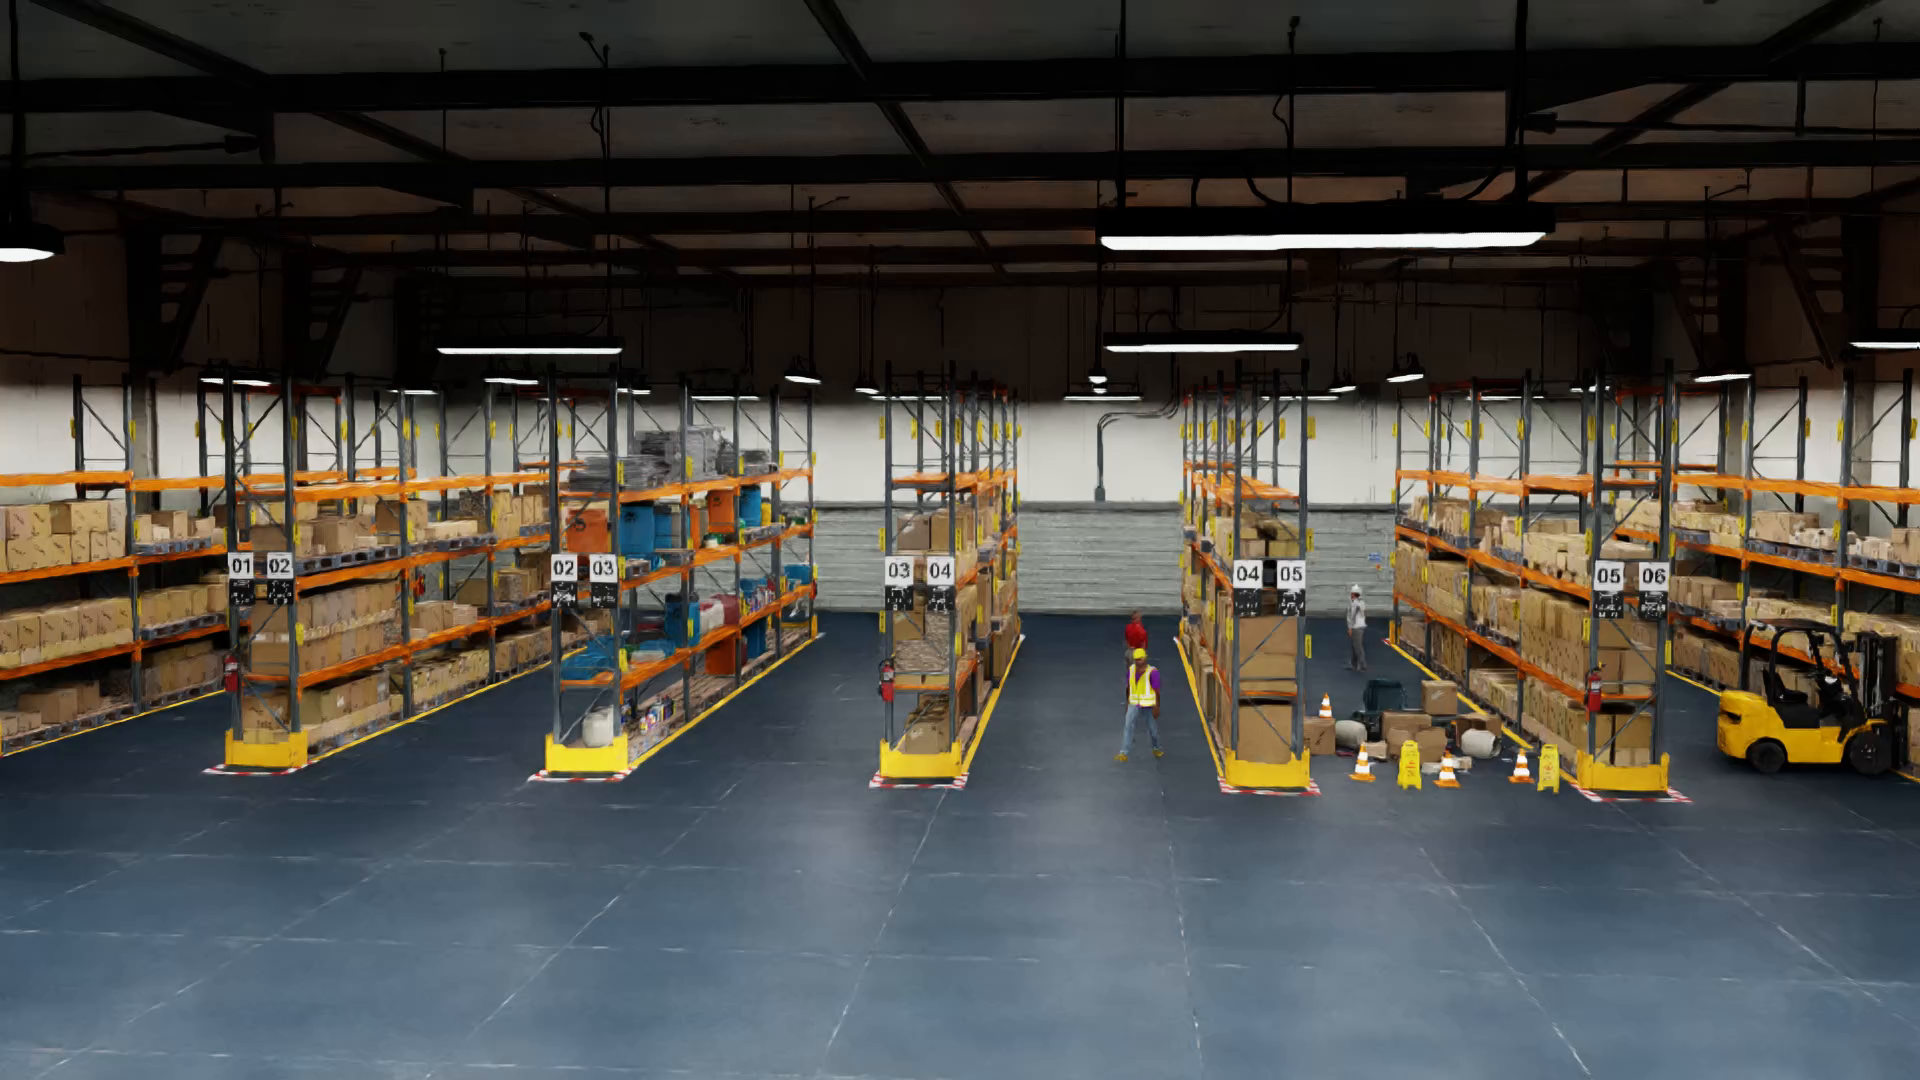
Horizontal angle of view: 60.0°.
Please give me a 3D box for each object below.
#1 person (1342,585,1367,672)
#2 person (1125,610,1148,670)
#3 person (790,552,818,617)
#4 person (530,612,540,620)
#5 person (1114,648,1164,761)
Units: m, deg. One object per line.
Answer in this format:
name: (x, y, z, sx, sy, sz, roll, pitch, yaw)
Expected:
person: (8.226, 1.824, 34.658, 0.586, 1.768, 0.638, 2, 4, 27)
person: (3.249, 2.132, 30.295, 0.449, 1.731, 0.589, -2, 4, -26)
person: (-4.159, 1.196, 44.465, 0.782, 1.769, 0.558, -3, 5, -35)
person: (-10.872, 1.414, 42.248, 0.448, 1.590, 1.110, 0, 4, 7)
person: (2.747, 2.487, 25.245, 0.622, 1.721, 0.957, 2, 4, 29)
